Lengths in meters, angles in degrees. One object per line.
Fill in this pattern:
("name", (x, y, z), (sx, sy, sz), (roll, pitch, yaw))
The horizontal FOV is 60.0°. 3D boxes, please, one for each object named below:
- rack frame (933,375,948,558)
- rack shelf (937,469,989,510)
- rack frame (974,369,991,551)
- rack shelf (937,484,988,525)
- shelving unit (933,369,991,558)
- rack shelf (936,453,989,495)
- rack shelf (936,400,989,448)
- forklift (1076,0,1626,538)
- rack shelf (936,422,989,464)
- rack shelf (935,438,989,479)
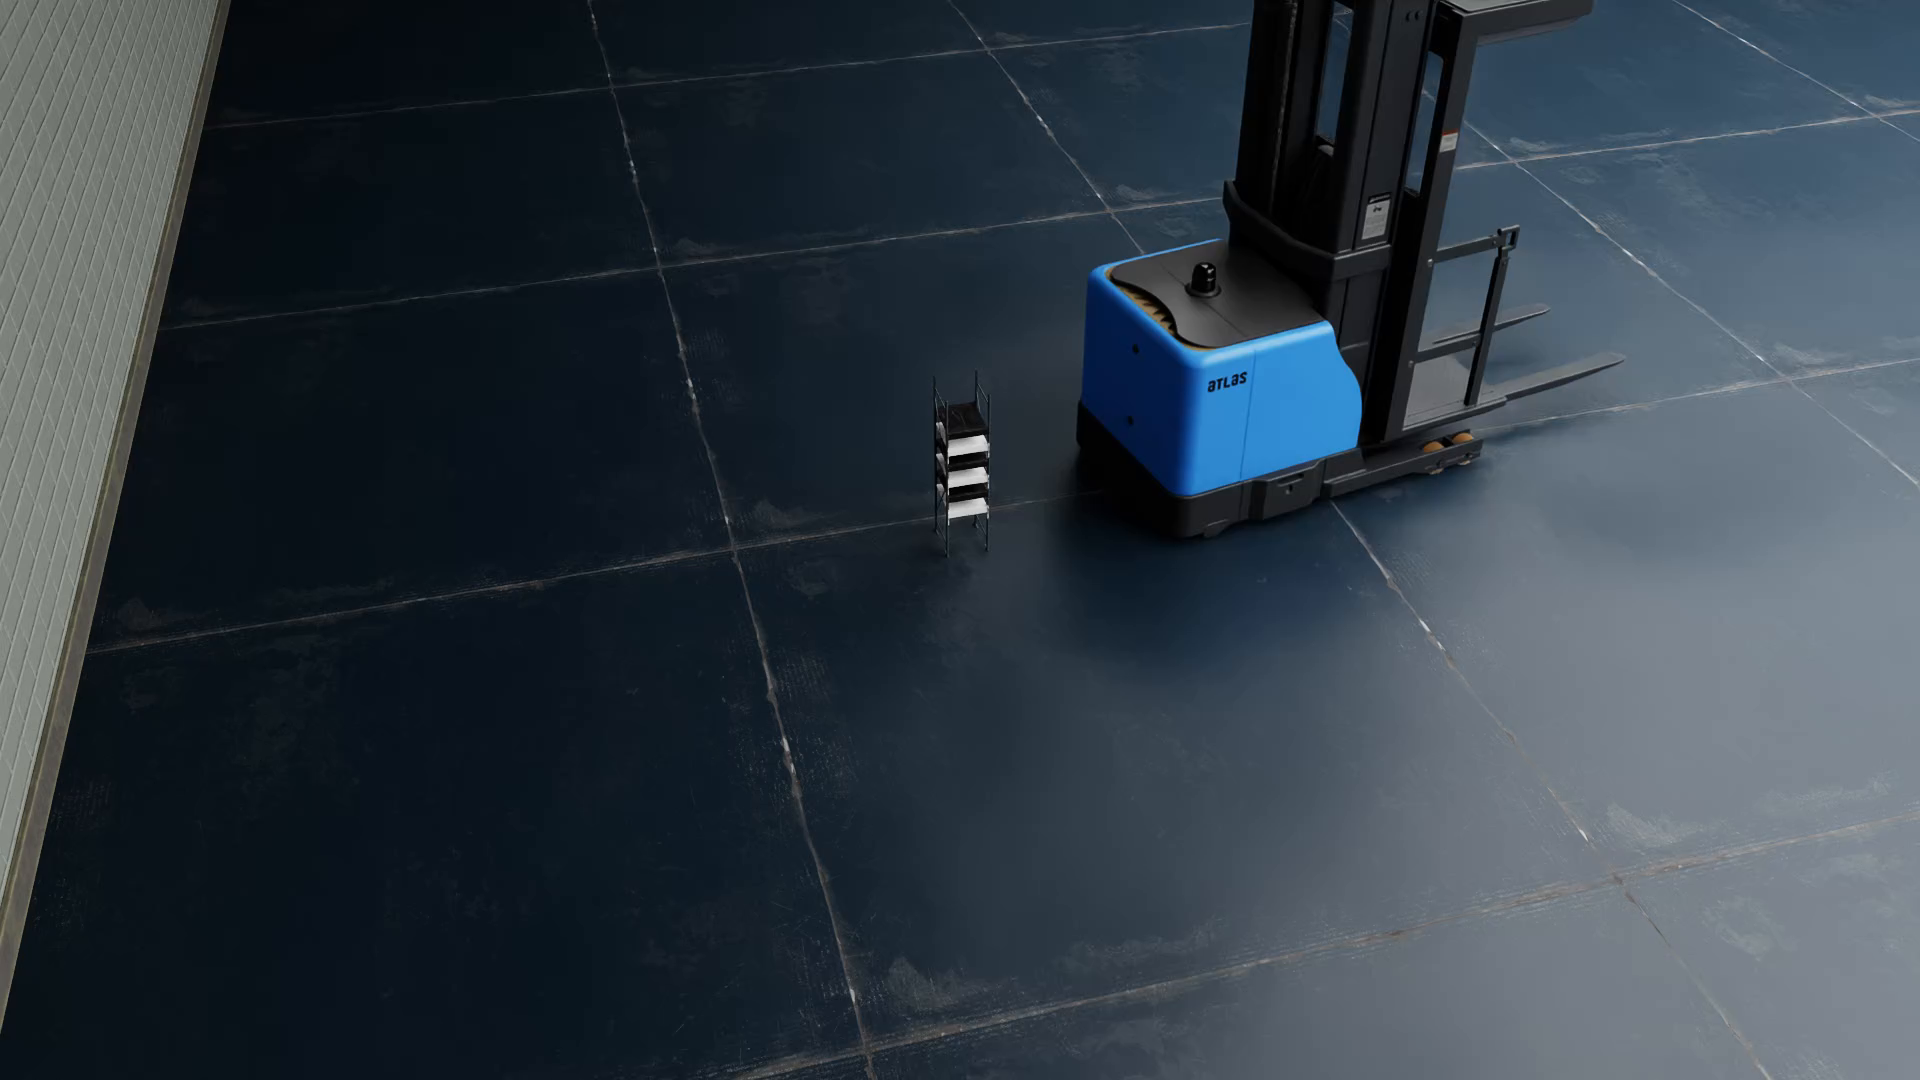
("rack frame", (-0.090, -0.343, 7.937), (0.006, 0.900, 0.240), (-9, 38, -12))
("rack shelf", (0.008, -0.261, 8.033), (0.200, 0.077, 0.258), (-9, 38, -12))
("rack frame", (0.106, -0.375, 7.979), (0.006, 0.900, 0.240), (-9, 38, -12))
("rack shelf", (0.008, -0.189, 8.087), (0.200, 0.077, 0.258), (-9, 38, -12))
("shelving unit", (0.008, -0.359, 7.958), (0.210, 0.900, 0.258), (-9, 38, -12))
("rack shelf", (0.008, -0.332, 7.978), (0.200, 0.077, 0.258), (-9, 38, -12))
("rack shelf", (0.008, -0.547, 7.814), (0.200, 0.077, 0.258), (-9, 38, -12))
("forklift", (2.172, -1.780, 8.144), (3.031, 2.935, 1.130), (-16, 40, -20))
("rack shelf", (0.008, -0.475, 7.869), (0.200, 0.077, 0.258), (-9, 38, -12))
("rack shelf", (0.008, -0.404, 7.923), (0.200, 0.077, 0.258), (-9, 38, -12))
